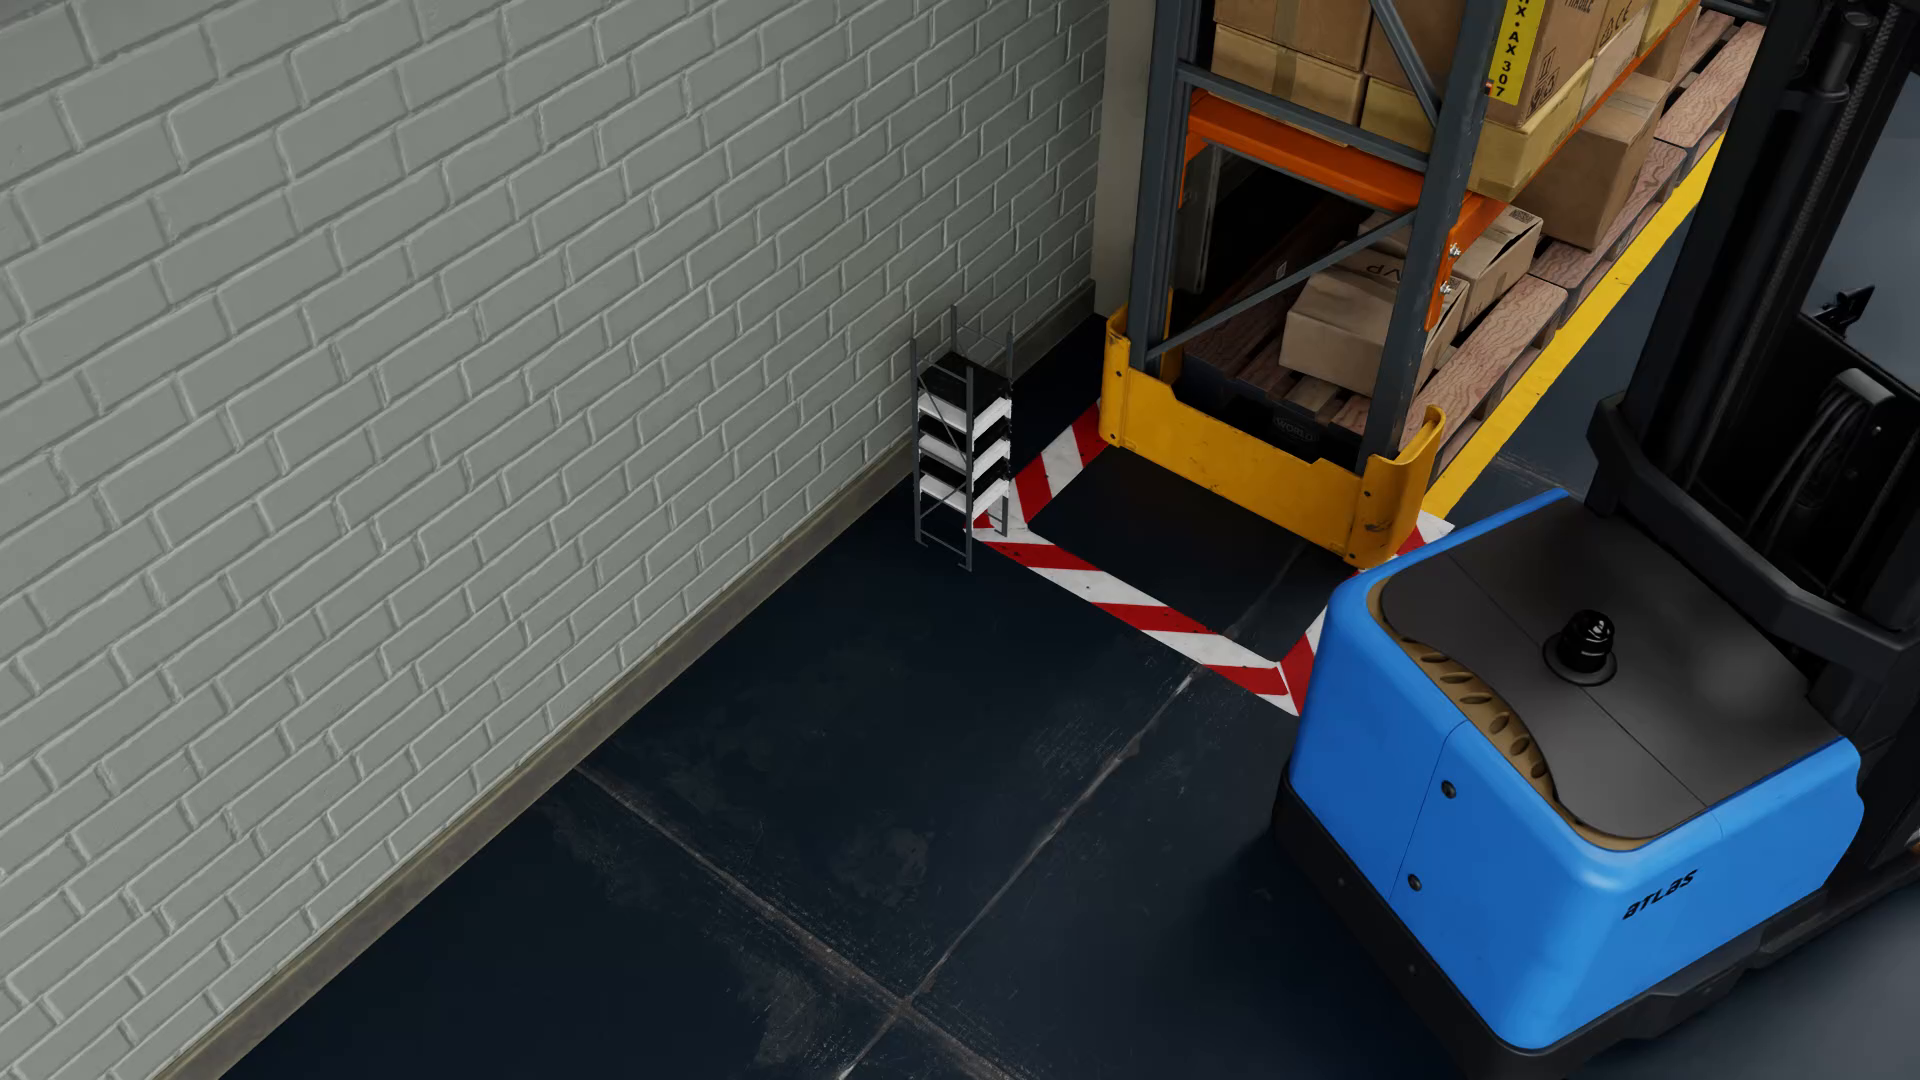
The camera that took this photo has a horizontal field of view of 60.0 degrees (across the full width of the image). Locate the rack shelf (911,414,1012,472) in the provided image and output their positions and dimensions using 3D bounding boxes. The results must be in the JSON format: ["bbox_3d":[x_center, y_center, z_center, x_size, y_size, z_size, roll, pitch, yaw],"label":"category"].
[{"bbox_3d":[0.005,-0.355,5.388,0.258,0.077,0.200,29,53,25],"label":"rack shelf"}]

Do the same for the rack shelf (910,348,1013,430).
[{"bbox_3d":[0.005,-0.479,5.258,0.258,0.077,0.200,29,53,25],"label":"rack shelf"}]

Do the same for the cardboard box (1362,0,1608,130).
[{"bbox_3d":[1.533,-1.579,4.755,0.500,0.500,0.500,29,53,25],"label":"cardboard box"}]

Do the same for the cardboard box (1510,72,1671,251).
[{"bbox_3d":[2.334,-1.593,6.622,0.700,0.500,0.500,26,52,23],"label":"cardboard box"}]

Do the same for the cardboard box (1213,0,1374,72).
[{"bbox_3d":[1.123,-1.803,4.969,0.500,0.500,0.500,29,53,25],"label":"cardboard box"}]

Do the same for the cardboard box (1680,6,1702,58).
[{"bbox_3d":[3.146,-2.368,7.592,0.380,0.166,0.250,23,50,20],"label":"cardboard box"}]

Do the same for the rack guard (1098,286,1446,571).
[{"bbox_3d":[1.050,-0.405,5.791,1.175,0.500,0.348,29,53,25],"label":"rack guard"}]

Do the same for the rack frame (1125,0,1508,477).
[{"bbox_3d":[1.003,-1.225,4.846,1.000,3.000,0.127,29,53,25],"label":"rack frame"}]

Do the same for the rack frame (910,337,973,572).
[{"bbox_3d":[-0.057,-0.257,5.373,0.240,0.900,0.006,29,53,25],"label":"rack frame"}]

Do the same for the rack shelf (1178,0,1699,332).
[{"bbox_3d":[2.226,-2.121,6.199,1.077,0.370,4.000,29,53,25],"label":"rack shelf"}]

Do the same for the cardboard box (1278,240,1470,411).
[{"bbox_3d":[1.498,-0.804,5.999,0.500,0.311,0.500,24,51,21],"label":"cardboard box"}]

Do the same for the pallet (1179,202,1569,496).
[{"bbox_3d":[1.575,-0.754,6.325,1.003,0.211,1.213,29,53,25],"label":"pallet"}]

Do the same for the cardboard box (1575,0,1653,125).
[{"bbox_3d":[1.859,-1.622,5.315,0.500,0.250,0.500,28,52,24],"label":"cardboard box"}]

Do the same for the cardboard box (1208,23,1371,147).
[{"bbox_3d":[1.136,-1.533,5.230,0.500,0.250,0.500,30,53,25],"label":"cardboard box"}]

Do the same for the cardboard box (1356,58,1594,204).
[{"bbox_3d":[1.553,-1.319,5.025,0.500,0.250,0.500,28,52,24],"label":"cardboard box"}]

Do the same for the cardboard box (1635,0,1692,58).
[{"bbox_3d":[2.175,-1.911,5.591,0.500,0.250,0.500,28,53,24],"label":"cardboard box"}]

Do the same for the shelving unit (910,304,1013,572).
[{"bbox_3d":[0.005,-0.315,5.429,0.258,0.900,0.210,29,53,25],"label":"shelving unit"}]

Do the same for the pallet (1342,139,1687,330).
[{"bbox_3d":[2.321,-1.449,6.989,1.003,0.211,1.213,29,53,25],"label":"pallet"}]

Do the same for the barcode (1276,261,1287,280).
[{"bbox_3d":[1.192,-0.994,6.174,0.001,0.075,0.075,29,53,25],"label":"barcode"}]

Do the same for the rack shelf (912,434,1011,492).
[{"bbox_3d":[0.005,-0.292,5.453,0.258,0.077,0.200,29,53,25],"label":"rack shelf"}]

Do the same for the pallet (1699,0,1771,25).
[{"bbox_3d":[3.924,-2.997,8.467,1.003,0.211,1.213,29,53,25],"label":"pallet"}]

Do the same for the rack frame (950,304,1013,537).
[{"bbox_3d":[0.067,-0.374,5.484,0.240,0.900,0.006,29,53,25],"label":"rack frame"}]

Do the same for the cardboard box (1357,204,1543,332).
[{"bbox_3d":[1.846,-1.130,6.311,0.500,0.311,0.500,34,55,28],"label":"cardboard box"}]

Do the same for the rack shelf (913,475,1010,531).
[{"bbox_3d":[0.005,-0.168,5.583,0.258,0.077,0.200,29,53,25],"label":"rack shelf"}]

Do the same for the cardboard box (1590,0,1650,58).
[{"bbox_3d":[1.843,-1.858,5.021,0.500,0.500,0.500,29,53,25],"label":"cardboard box"}]

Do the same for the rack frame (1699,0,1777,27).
[{"bbox_3d":[3.449,-3.514,7.032,1.000,3.000,0.127,29,53,25],"label":"rack frame"}]

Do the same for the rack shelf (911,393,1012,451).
[{"bbox_3d":[0.005,-0.417,5.323,0.258,0.077,0.200,29,53,25],"label":"rack shelf"}]

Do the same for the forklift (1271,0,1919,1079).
[{"bbox_3d":[2.452,-0.353,4.060,3.031,2.935,1.130,-21,50,-19],"label":"forklift"}]

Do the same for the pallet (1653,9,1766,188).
[{"bbox_3d":[3.066,-2.151,7.658,1.003,0.211,1.213,29,53,25],"label":"pallet"}]

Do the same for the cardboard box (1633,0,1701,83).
[{"bbox_3d":[2.846,-2.191,7.193,0.500,0.500,0.500,25,51,22],"label":"cardboard box"}]

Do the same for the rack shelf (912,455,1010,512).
[{"bbox_3d":[0.005,-0.230,5.518,0.258,0.077,0.200,29,53,25],"label":"rack shelf"}]

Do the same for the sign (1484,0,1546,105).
[{"bbox_3d":[1.433,-1.284,4.304,0.100,0.325,0.005,29,53,25],"label":"sign"}]

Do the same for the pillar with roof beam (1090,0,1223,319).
[{"bbox_3d":[4.154,-2.177,1.606,9.100,9.000,0.400,29,53,25],"label":"pillar with roof beam"}]
